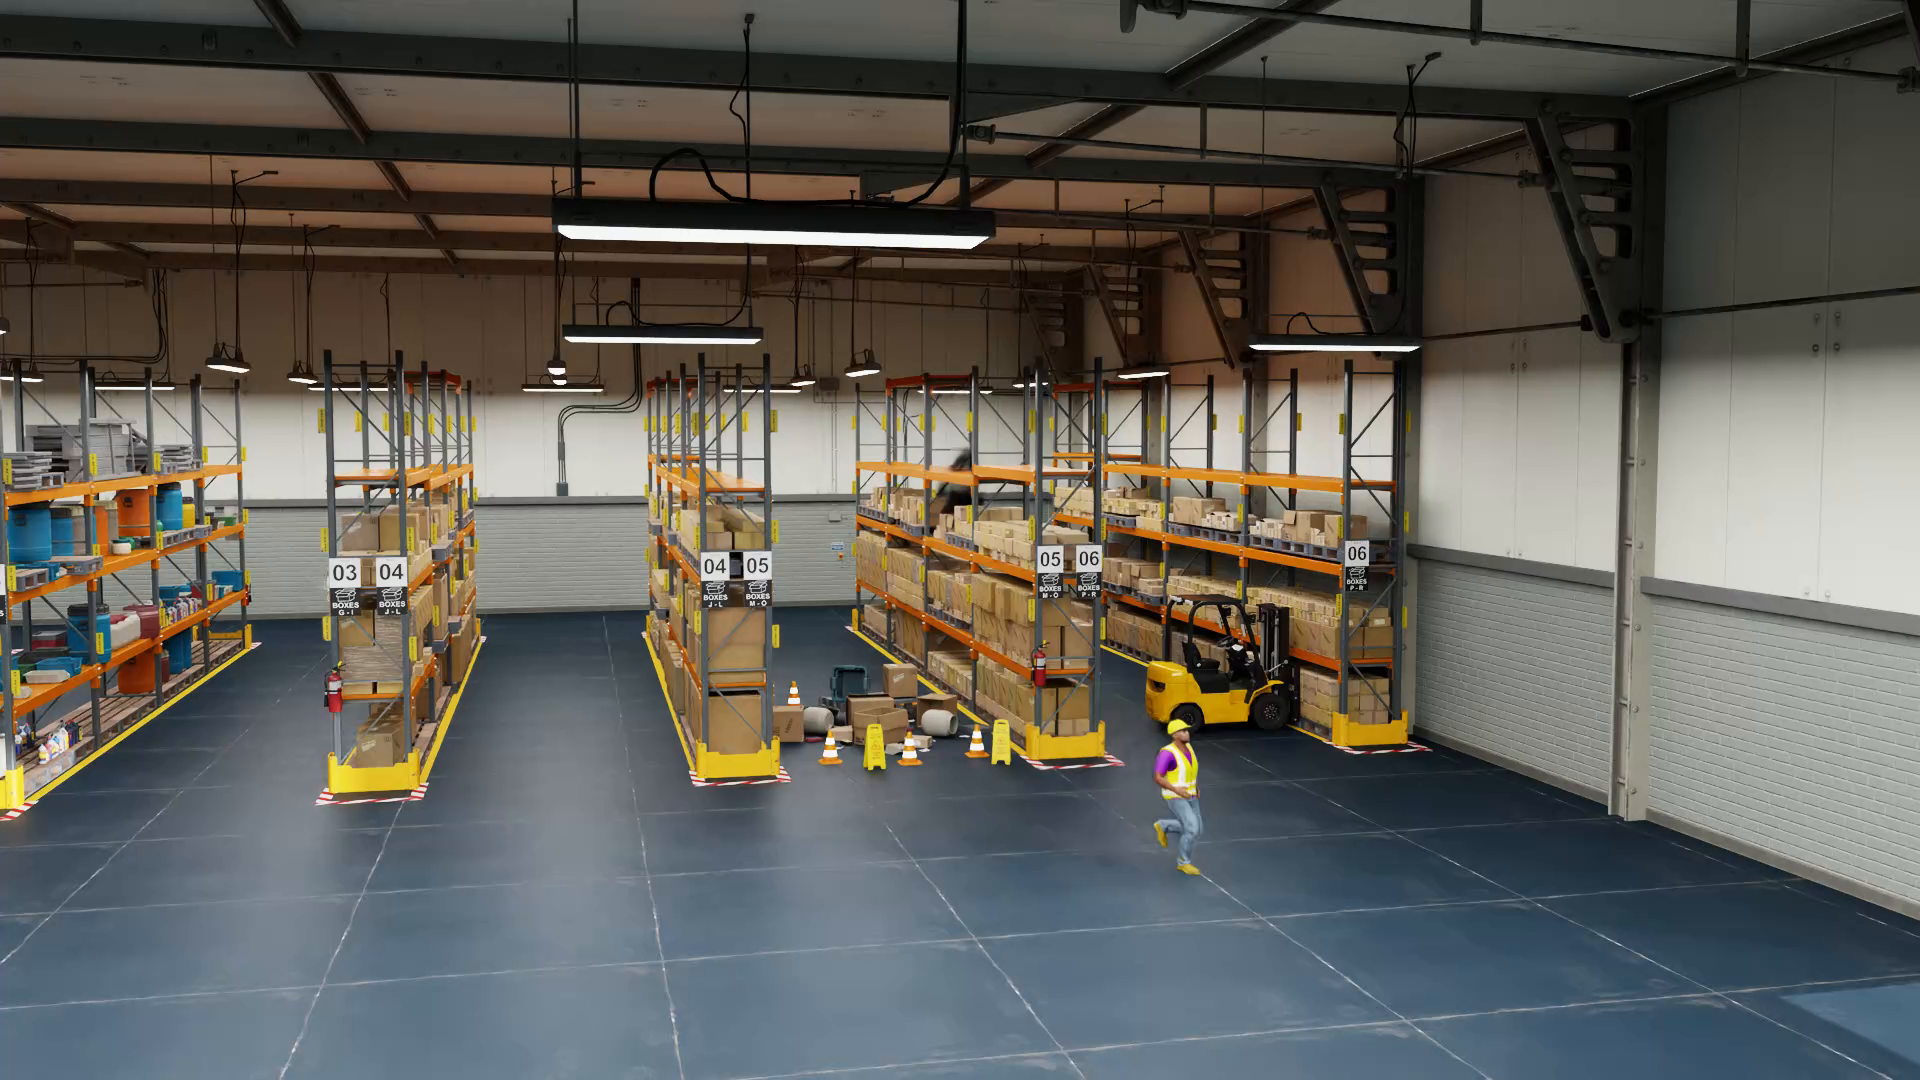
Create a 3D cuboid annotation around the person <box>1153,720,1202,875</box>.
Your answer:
[{"bbox_3d":[2.428,2.858,18.679,0.661,1.706,0.720,3,5,36],"label":"person"}]
